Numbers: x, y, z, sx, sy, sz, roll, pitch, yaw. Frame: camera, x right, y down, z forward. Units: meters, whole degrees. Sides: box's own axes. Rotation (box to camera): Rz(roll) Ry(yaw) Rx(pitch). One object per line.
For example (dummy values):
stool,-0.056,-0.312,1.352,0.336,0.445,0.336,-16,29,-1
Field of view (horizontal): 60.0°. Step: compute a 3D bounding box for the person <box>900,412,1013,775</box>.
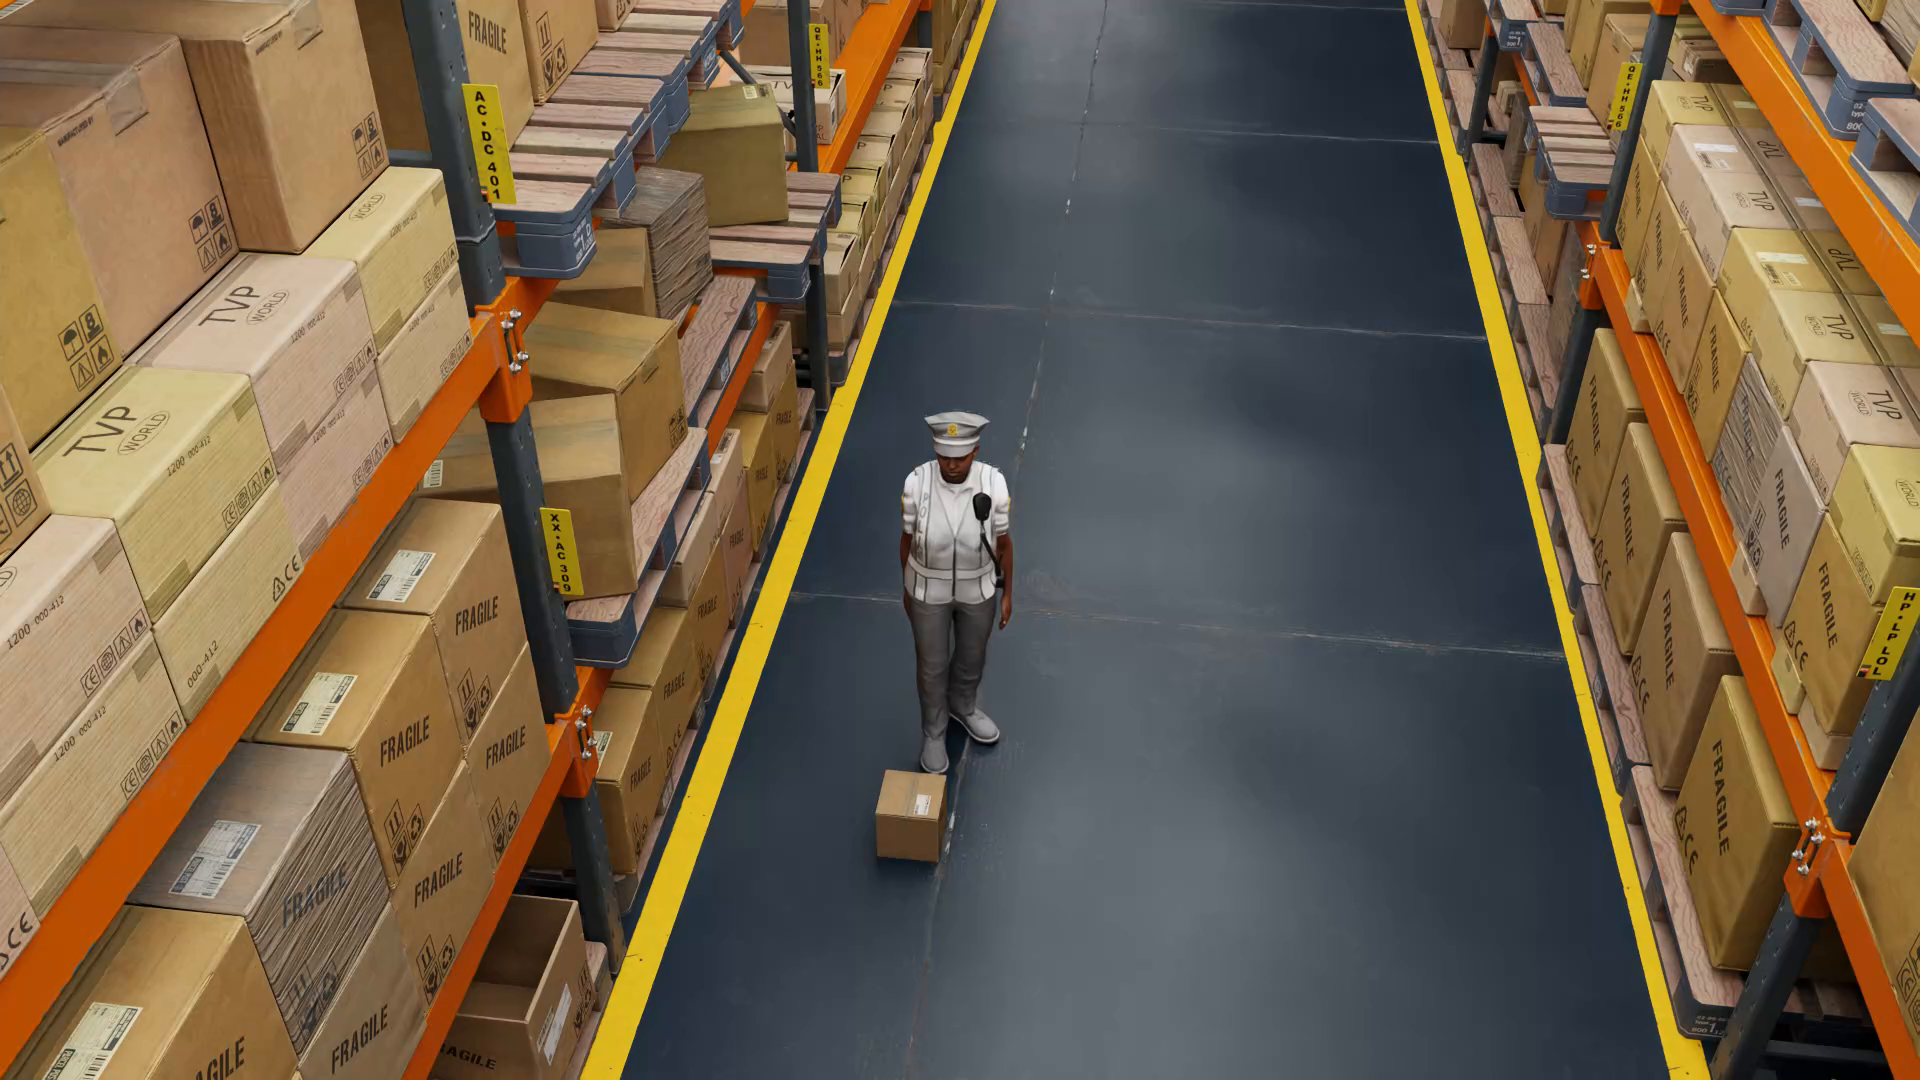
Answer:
person,-0.012,0.199,6.730,0.452,1.688,0.432,-1,36,-2
